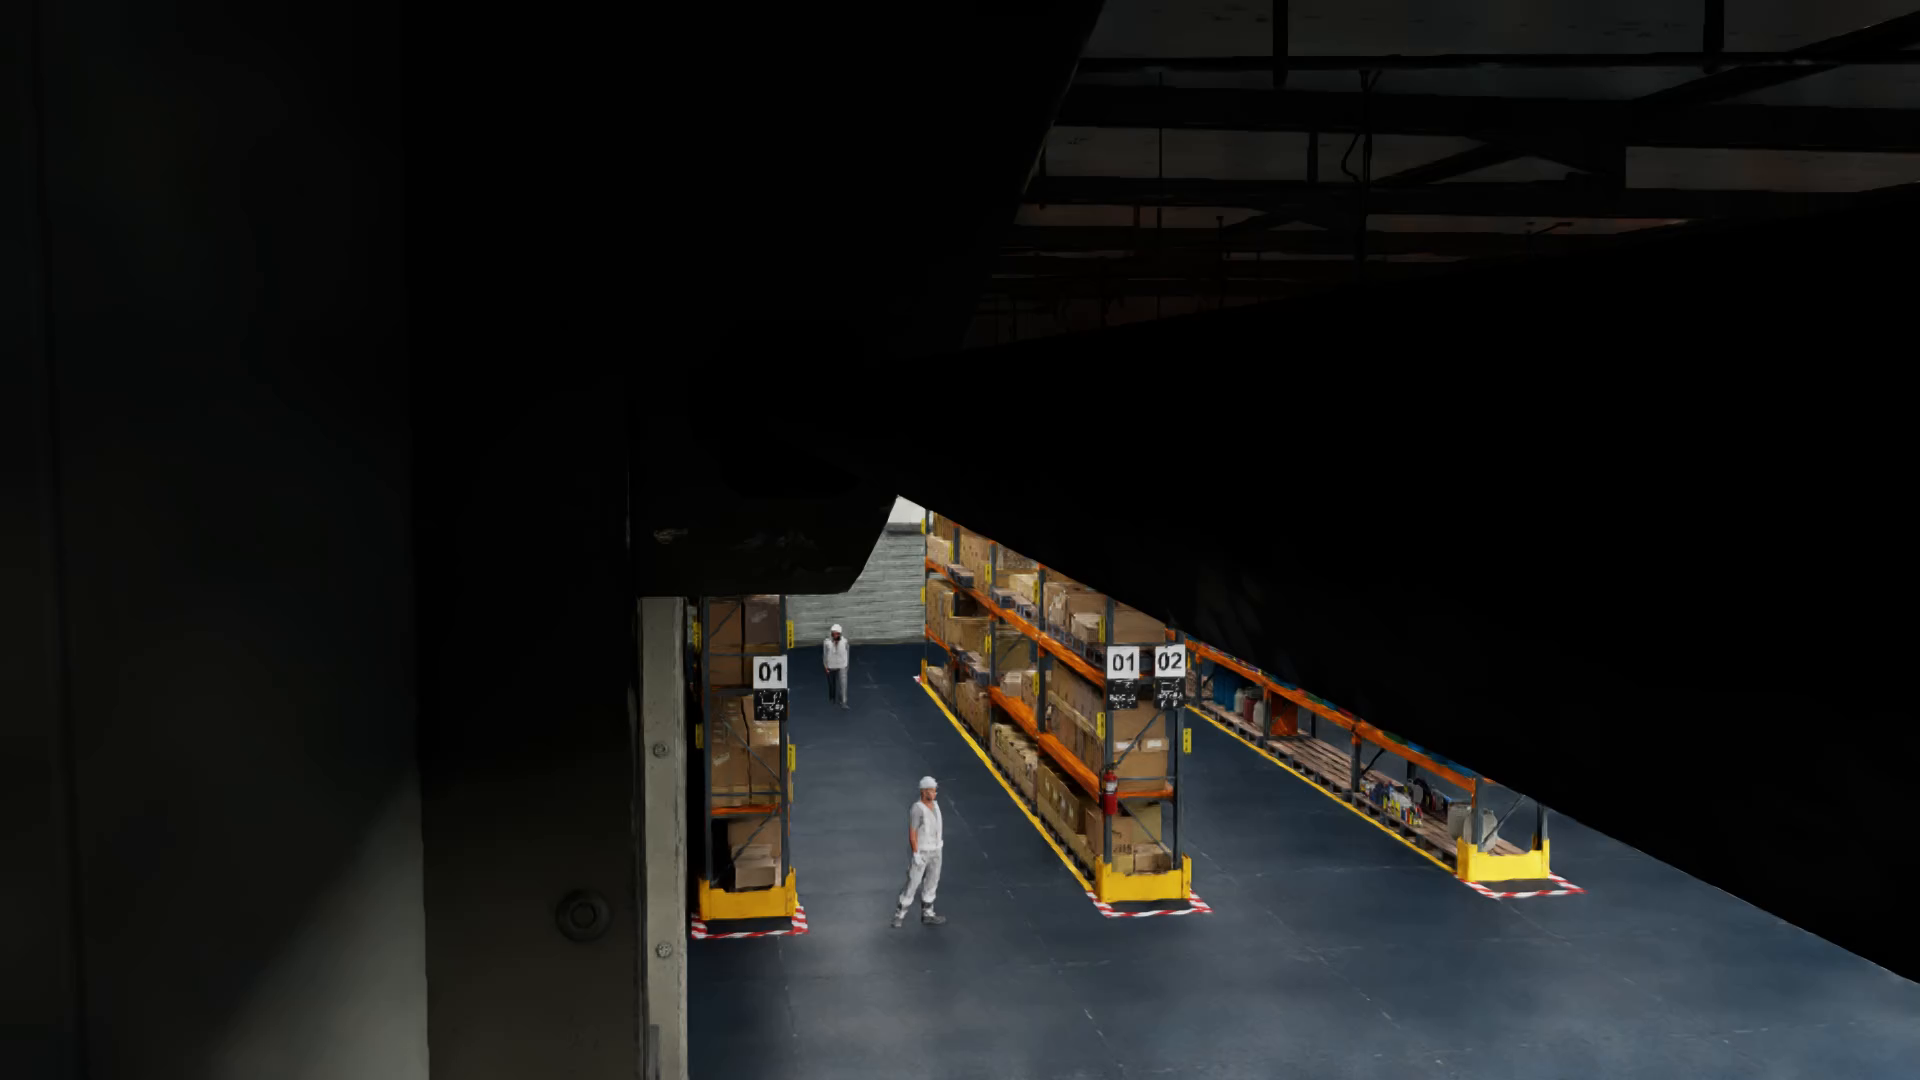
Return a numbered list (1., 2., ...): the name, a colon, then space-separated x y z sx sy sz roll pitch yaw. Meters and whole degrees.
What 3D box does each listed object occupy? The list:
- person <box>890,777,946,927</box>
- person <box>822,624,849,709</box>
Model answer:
1. person: -0.508 3.705 19.763 0.469 1.785 0.706 4 6 38
2. person: -2.508 2.522 33.550 0.536 1.700 1.111 -1 5 -7
